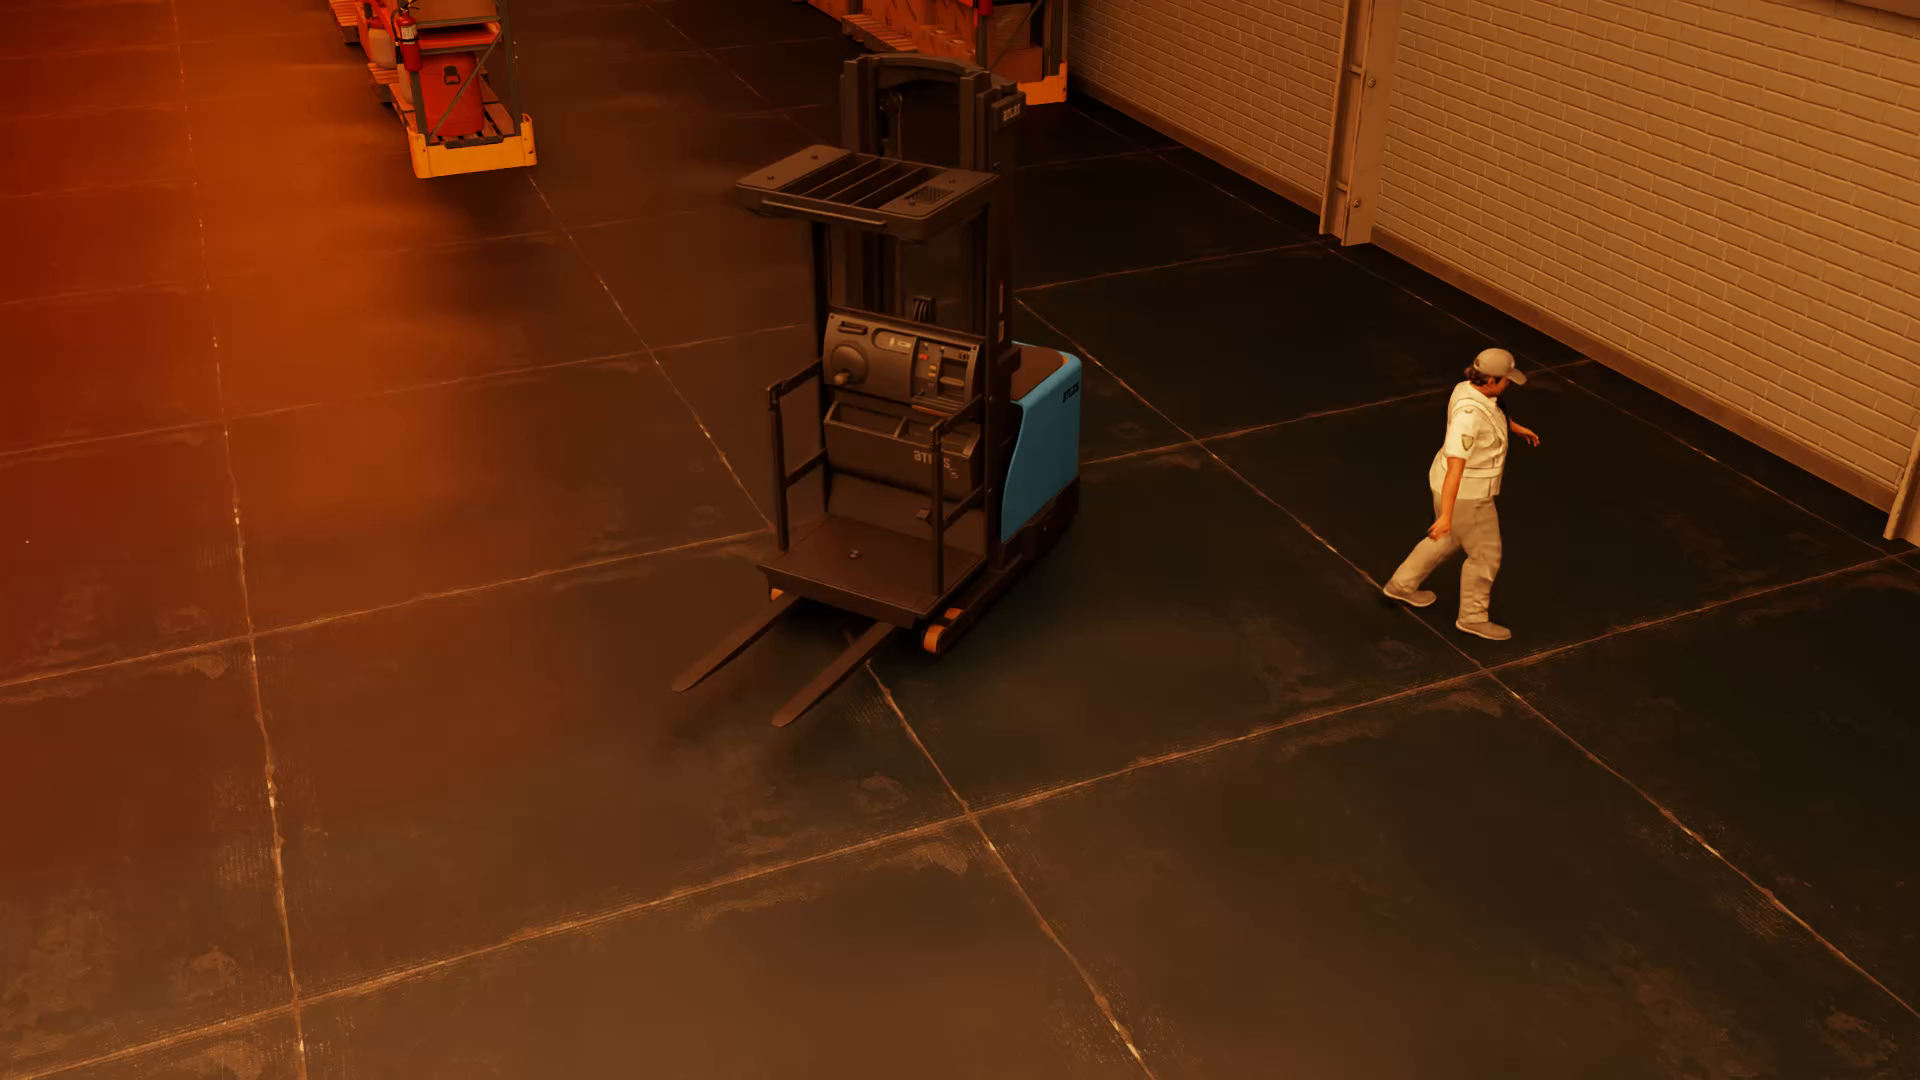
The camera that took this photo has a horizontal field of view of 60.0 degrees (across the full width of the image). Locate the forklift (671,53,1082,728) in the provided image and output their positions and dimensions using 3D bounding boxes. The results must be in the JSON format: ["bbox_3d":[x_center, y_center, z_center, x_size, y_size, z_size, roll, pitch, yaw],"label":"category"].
[{"bbox_3d":[-0.421,-0.910,8.711,1.130,2.935,3.031,15,33,25],"label":"forklift"}]

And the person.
[{"bbox_3d":[2.729,-0.251,8.879,0.718,1.644,0.884,6,30,11],"label":"person"}]
